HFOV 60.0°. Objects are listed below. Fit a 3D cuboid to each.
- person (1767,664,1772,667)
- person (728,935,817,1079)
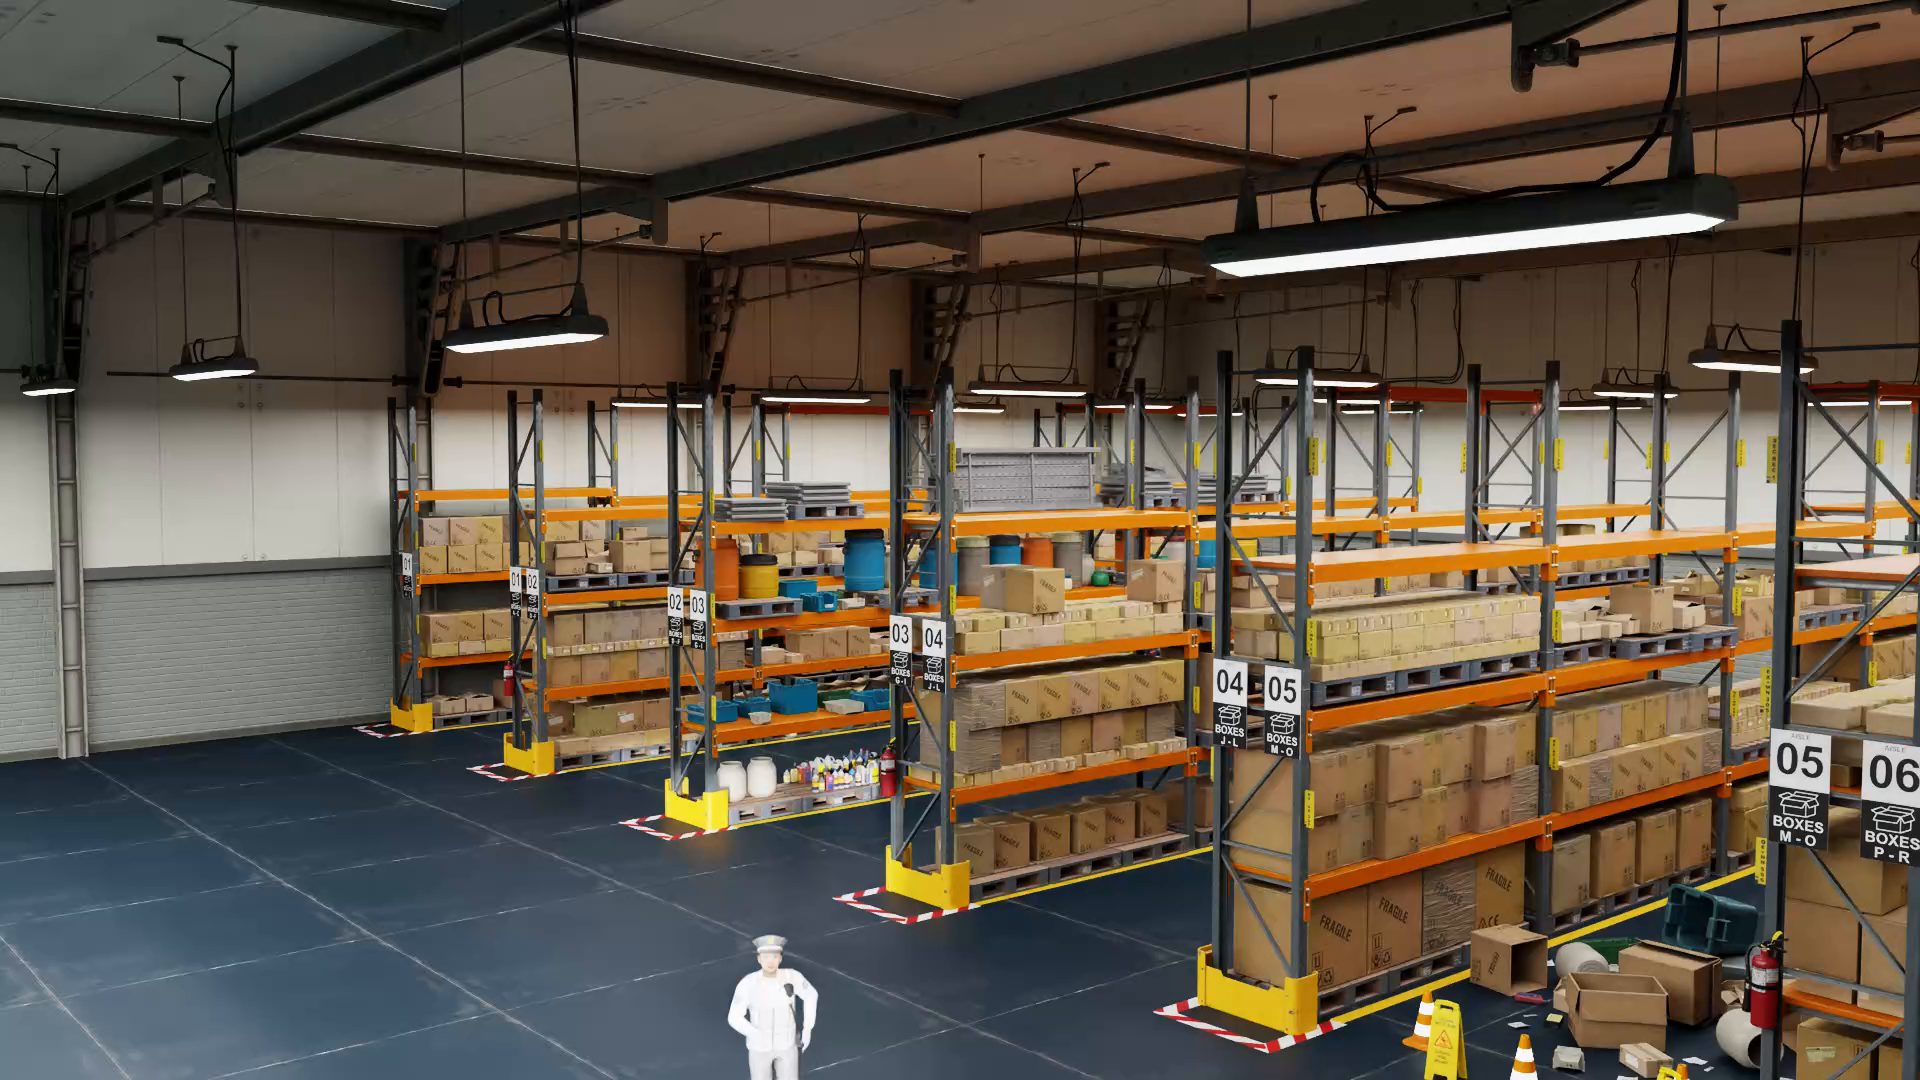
[{"bbox_3d":[12.472,2.802,25.546,0.702,1.818,0.639,-3,4,-41],"label":"person"},{"bbox_3d":[-1.324,3.627,11.800,0.635,1.670,0.610,0,3,-6],"label":"person"}]
